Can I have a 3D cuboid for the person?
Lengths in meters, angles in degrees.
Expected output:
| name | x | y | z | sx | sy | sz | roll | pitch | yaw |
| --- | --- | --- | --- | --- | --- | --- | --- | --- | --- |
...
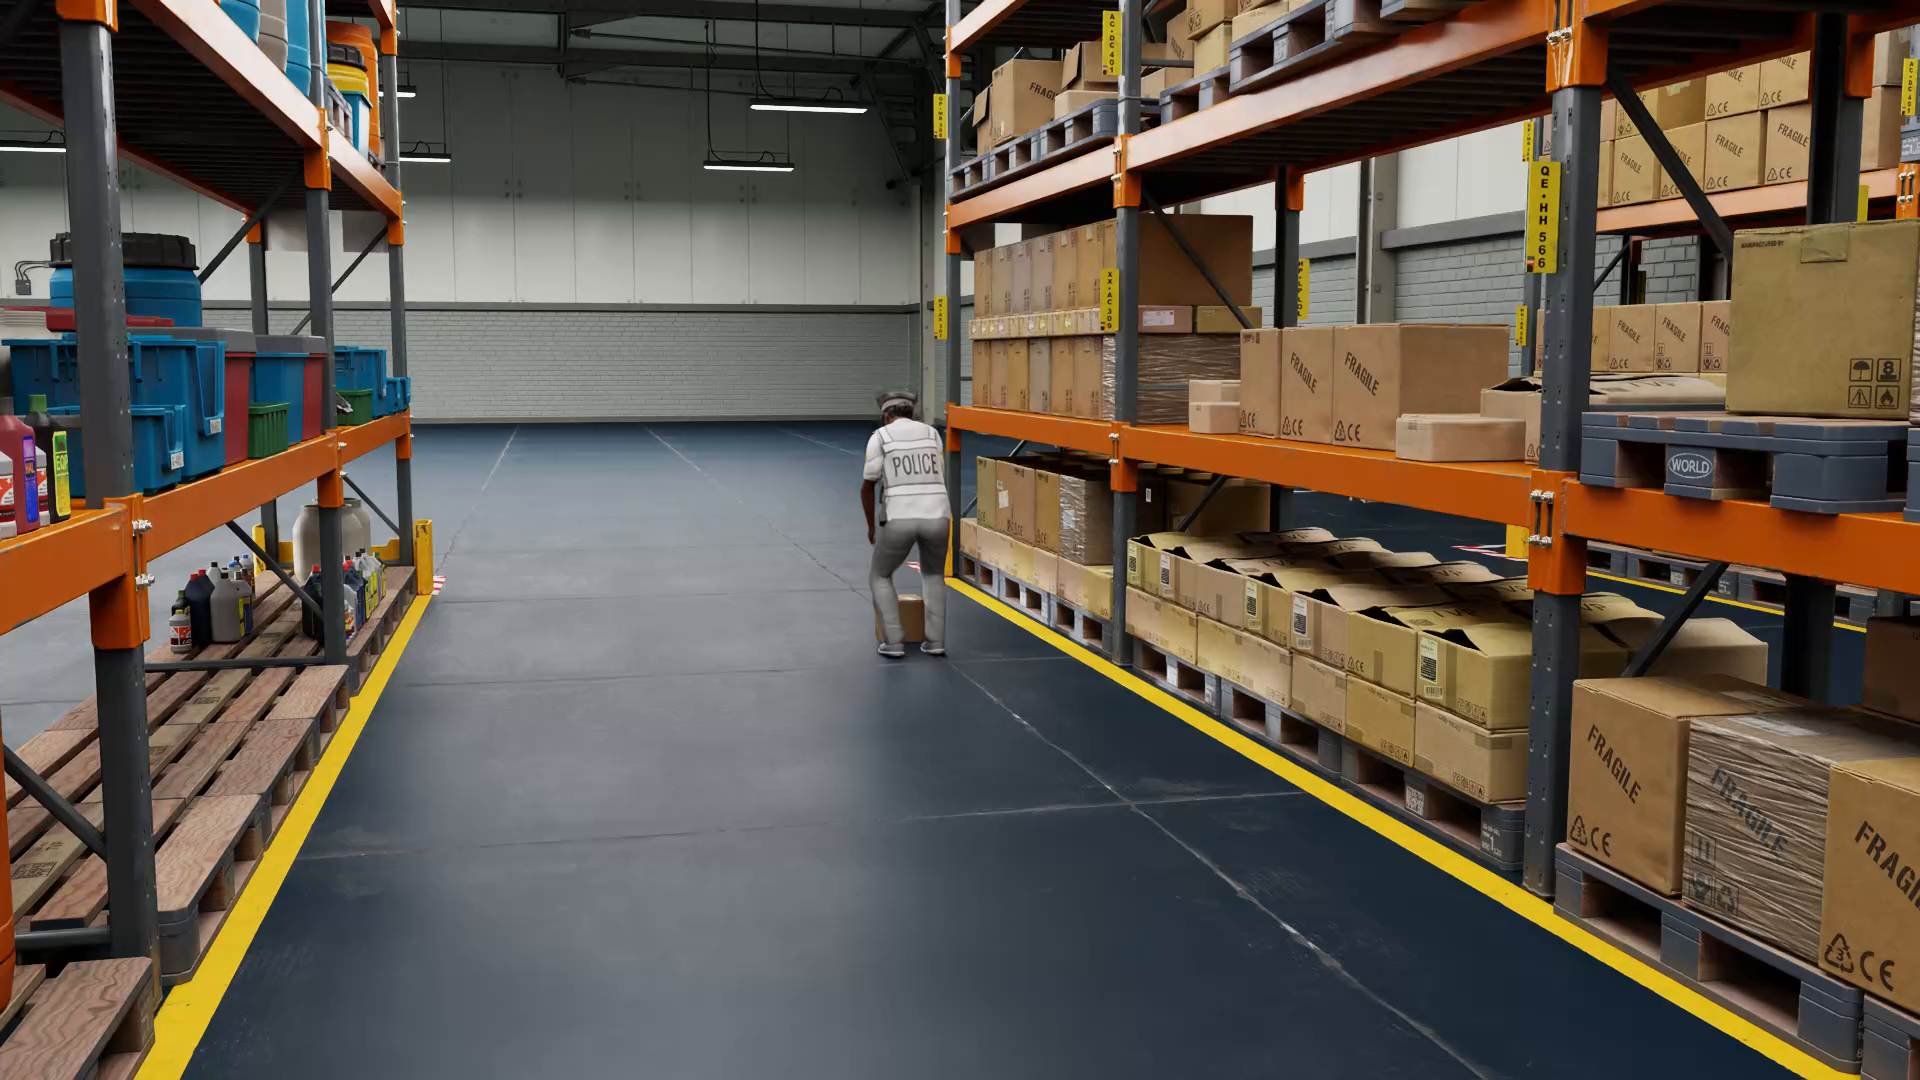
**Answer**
| name | x | y | z | sx | sy | sz | roll | pitch | yaw |
| --- | --- | --- | --- | --- | --- | --- | --- | --- | --- |
| person | -0.313 | -0.091 | 9.389 | 0.490 | 1.487 | 0.608 | -1 | 6 | -13 |
